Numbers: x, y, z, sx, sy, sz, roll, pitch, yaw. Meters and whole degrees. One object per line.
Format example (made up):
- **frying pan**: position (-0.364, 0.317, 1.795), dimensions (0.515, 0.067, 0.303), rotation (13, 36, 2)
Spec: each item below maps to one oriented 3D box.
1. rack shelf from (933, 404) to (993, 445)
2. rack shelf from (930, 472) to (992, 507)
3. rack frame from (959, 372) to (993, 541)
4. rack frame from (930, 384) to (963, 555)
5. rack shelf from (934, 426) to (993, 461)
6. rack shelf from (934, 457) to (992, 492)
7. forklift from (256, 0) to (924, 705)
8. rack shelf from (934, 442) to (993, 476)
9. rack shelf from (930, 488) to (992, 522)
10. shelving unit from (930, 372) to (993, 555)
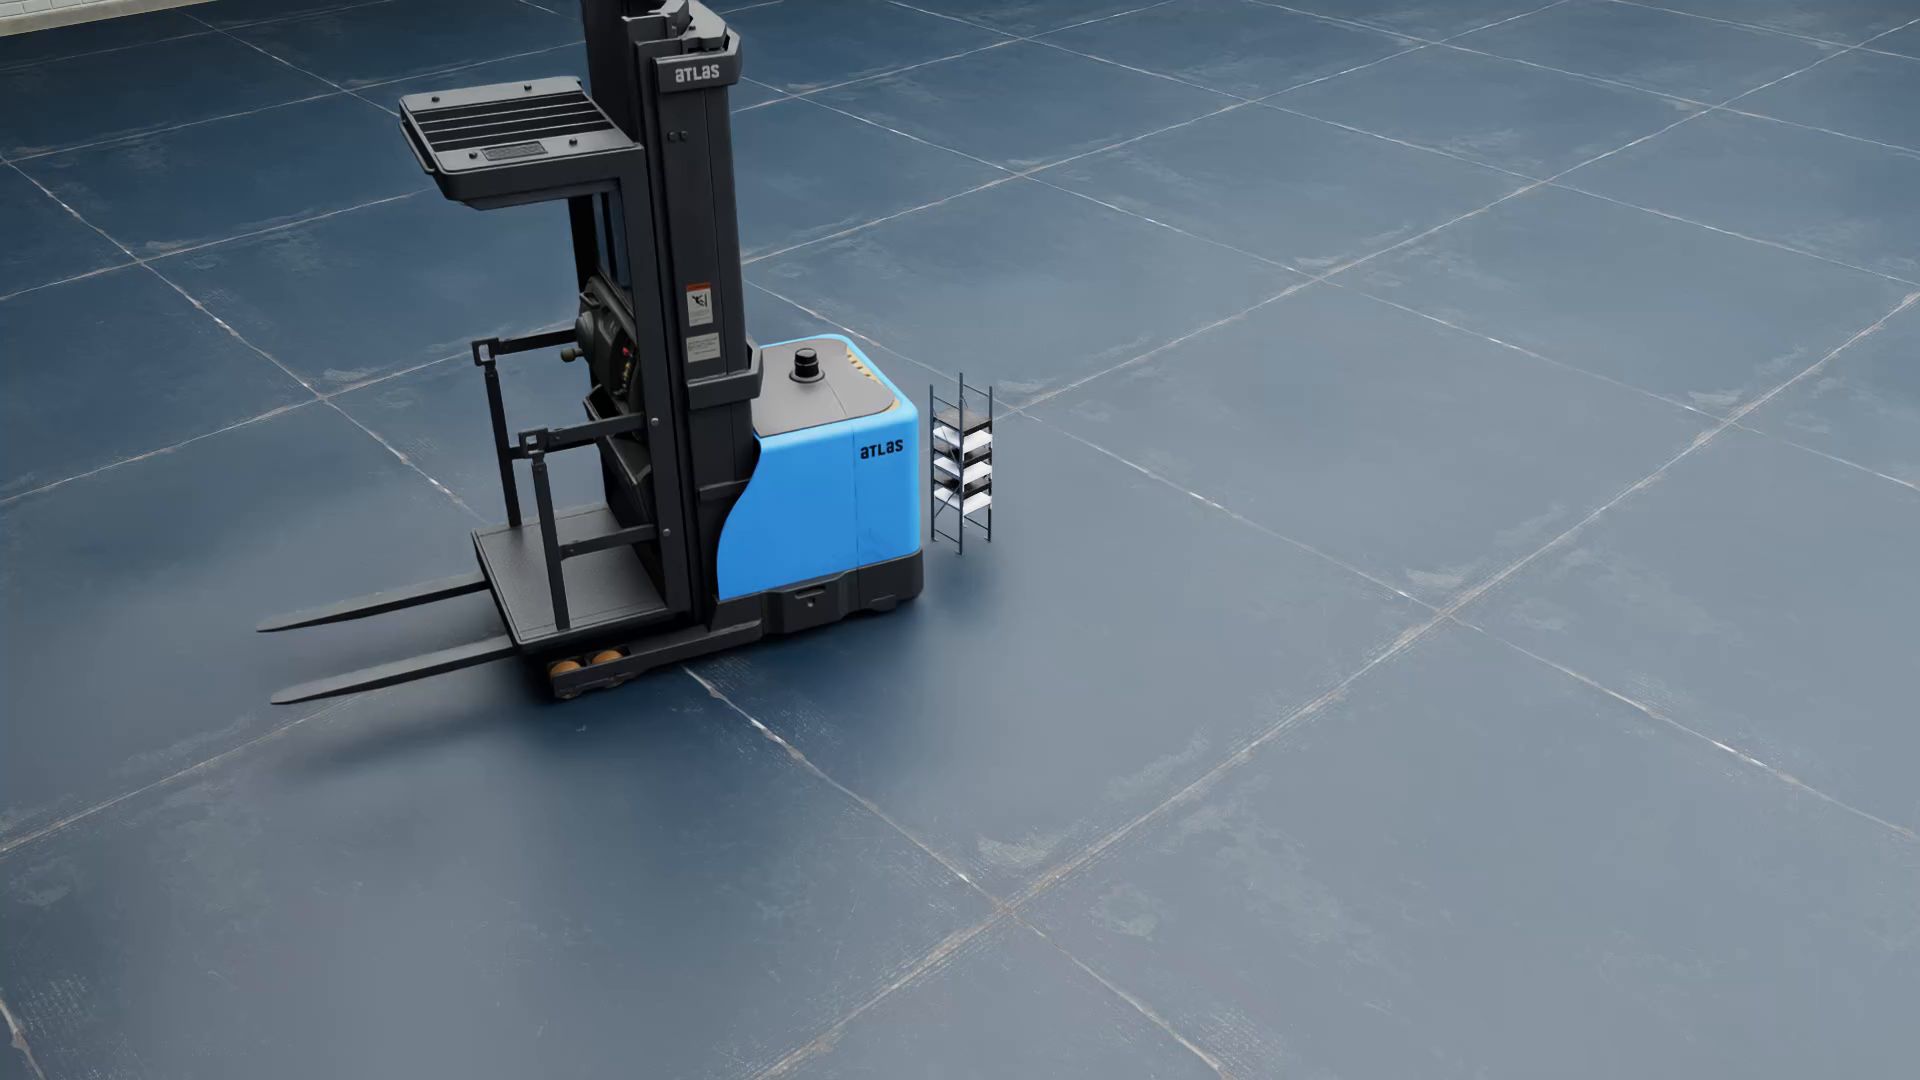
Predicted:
- **rack shelf**: position (0.006, -0.589, 8.396), dimensions (0.200, 0.077, 0.258), rotation (-26, 40, -35)
- **rack shelf**: position (0.006, -0.282, 8.584), dimensions (0.200, 0.077, 0.258), rotation (-26, 40, -35)
- **rack frame**: position (0.081, -0.423, 8.579), dimensions (0.006, 0.900, 0.240), rotation (-26, 40, -35)
- **rack frame**: position (-0.069, -0.351, 8.461), dimensions (0.006, 0.900, 0.240), rotation (-26, 40, -35)
- **rack shelf**: position (0.006, -0.512, 8.443), dimensions (0.200, 0.077, 0.258), rotation (-26, 40, -35)
- **rack shelf**: position (0.006, -0.358, 8.537), dimensions (0.200, 0.077, 0.258), rotation (-26, 40, -35)
- **forklift**: position (-1.740, -0.845, 7.322), dimensions (3.031, 2.935, 1.130), rotation (-14, 34, -21)
- **rack shelf**: position (0.006, -0.435, 8.490), dimensions (0.200, 0.077, 0.258), rotation (-26, 40, -35)
- **rack shelf**: position (0.006, -0.205, 8.631), dimensions (0.200, 0.077, 0.258), rotation (-26, 40, -35)
- **shelving unit**: position (0.006, -0.387, 8.520), dimensions (0.210, 0.900, 0.258), rotation (-26, 40, -35)
